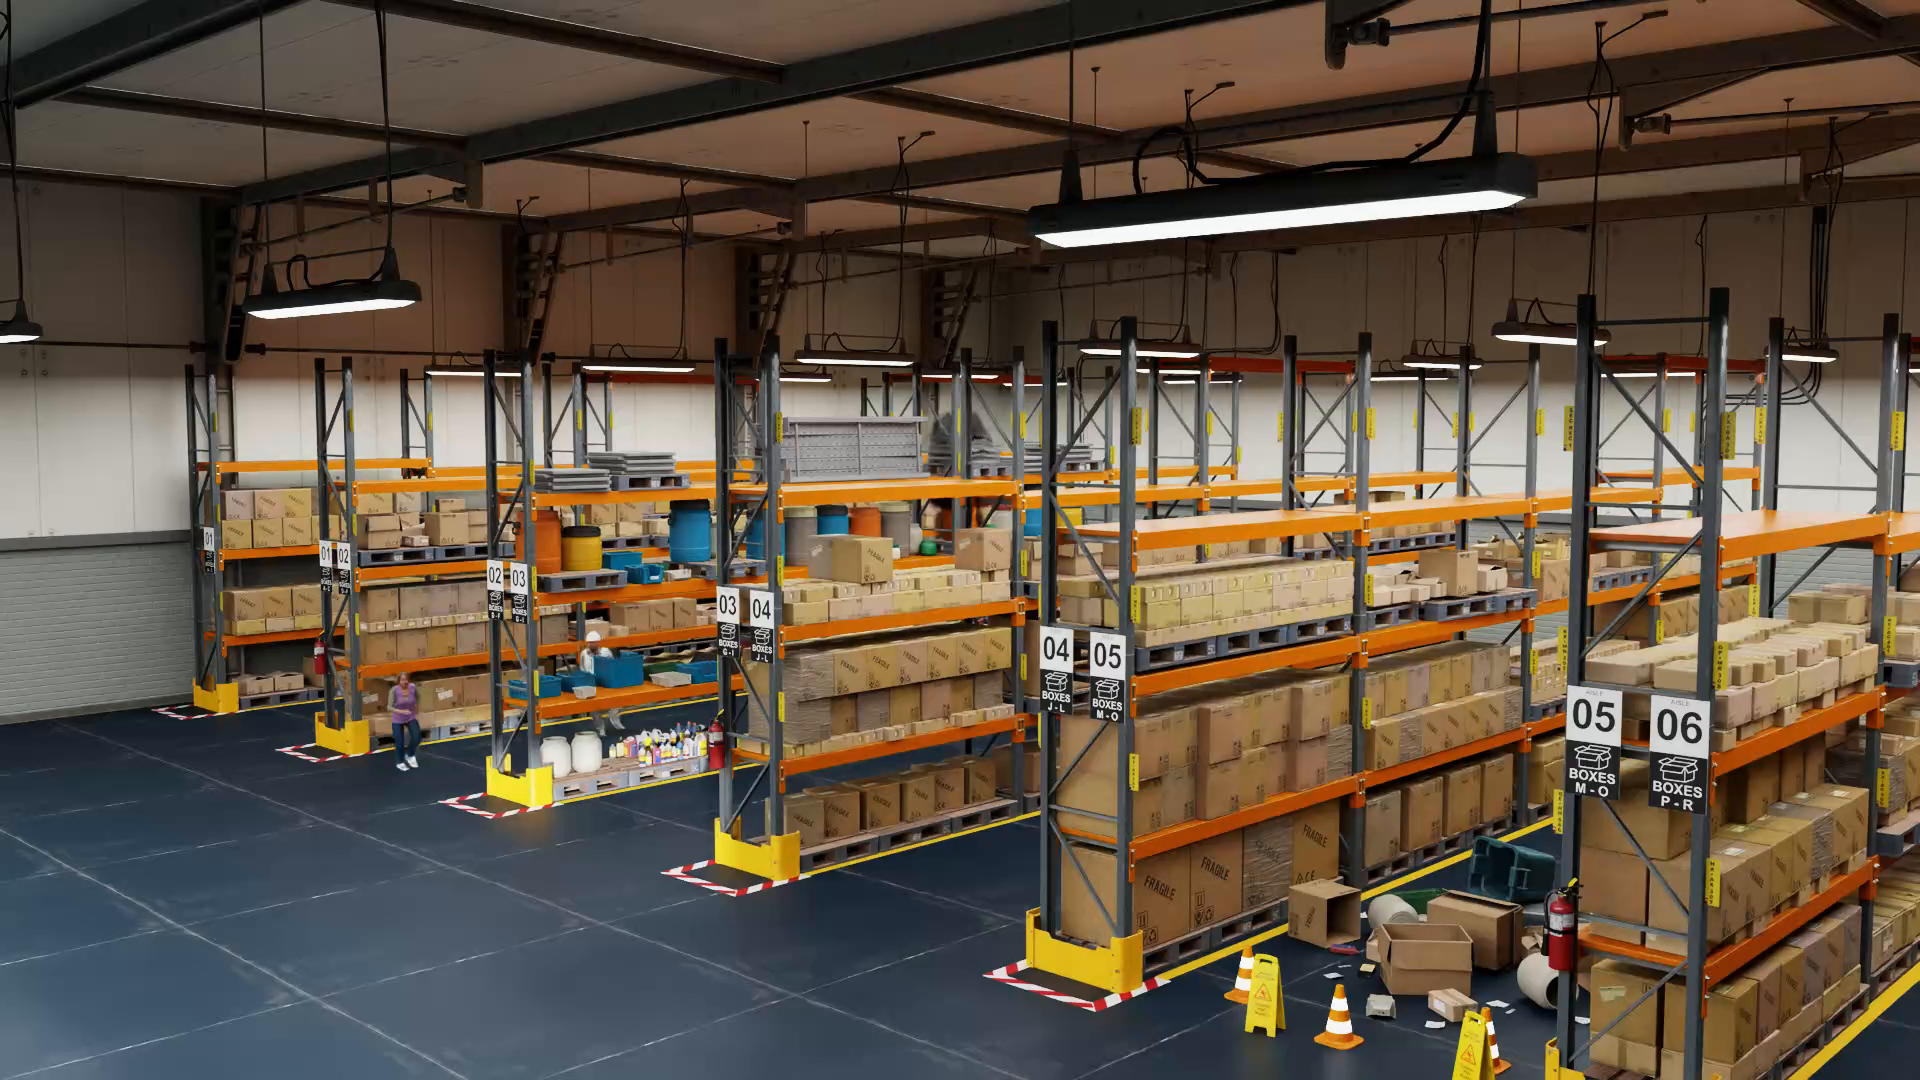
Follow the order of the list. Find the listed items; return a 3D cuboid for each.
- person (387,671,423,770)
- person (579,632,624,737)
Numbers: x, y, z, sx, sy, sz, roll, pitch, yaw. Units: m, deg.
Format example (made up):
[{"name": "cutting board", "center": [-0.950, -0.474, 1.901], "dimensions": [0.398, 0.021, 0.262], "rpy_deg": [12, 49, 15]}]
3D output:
[{"name": "person", "center": [-7.944, 2.596, 23.828], "dimensions": [0.537, 1.503, 0.802], "rpy_deg": [-3, 5, -31]}, {"name": "person", "center": [-5.744, 2.288, 26.612], "dimensions": [0.657, 1.722, 0.815], "rpy_deg": [0, 4, -2]}]
